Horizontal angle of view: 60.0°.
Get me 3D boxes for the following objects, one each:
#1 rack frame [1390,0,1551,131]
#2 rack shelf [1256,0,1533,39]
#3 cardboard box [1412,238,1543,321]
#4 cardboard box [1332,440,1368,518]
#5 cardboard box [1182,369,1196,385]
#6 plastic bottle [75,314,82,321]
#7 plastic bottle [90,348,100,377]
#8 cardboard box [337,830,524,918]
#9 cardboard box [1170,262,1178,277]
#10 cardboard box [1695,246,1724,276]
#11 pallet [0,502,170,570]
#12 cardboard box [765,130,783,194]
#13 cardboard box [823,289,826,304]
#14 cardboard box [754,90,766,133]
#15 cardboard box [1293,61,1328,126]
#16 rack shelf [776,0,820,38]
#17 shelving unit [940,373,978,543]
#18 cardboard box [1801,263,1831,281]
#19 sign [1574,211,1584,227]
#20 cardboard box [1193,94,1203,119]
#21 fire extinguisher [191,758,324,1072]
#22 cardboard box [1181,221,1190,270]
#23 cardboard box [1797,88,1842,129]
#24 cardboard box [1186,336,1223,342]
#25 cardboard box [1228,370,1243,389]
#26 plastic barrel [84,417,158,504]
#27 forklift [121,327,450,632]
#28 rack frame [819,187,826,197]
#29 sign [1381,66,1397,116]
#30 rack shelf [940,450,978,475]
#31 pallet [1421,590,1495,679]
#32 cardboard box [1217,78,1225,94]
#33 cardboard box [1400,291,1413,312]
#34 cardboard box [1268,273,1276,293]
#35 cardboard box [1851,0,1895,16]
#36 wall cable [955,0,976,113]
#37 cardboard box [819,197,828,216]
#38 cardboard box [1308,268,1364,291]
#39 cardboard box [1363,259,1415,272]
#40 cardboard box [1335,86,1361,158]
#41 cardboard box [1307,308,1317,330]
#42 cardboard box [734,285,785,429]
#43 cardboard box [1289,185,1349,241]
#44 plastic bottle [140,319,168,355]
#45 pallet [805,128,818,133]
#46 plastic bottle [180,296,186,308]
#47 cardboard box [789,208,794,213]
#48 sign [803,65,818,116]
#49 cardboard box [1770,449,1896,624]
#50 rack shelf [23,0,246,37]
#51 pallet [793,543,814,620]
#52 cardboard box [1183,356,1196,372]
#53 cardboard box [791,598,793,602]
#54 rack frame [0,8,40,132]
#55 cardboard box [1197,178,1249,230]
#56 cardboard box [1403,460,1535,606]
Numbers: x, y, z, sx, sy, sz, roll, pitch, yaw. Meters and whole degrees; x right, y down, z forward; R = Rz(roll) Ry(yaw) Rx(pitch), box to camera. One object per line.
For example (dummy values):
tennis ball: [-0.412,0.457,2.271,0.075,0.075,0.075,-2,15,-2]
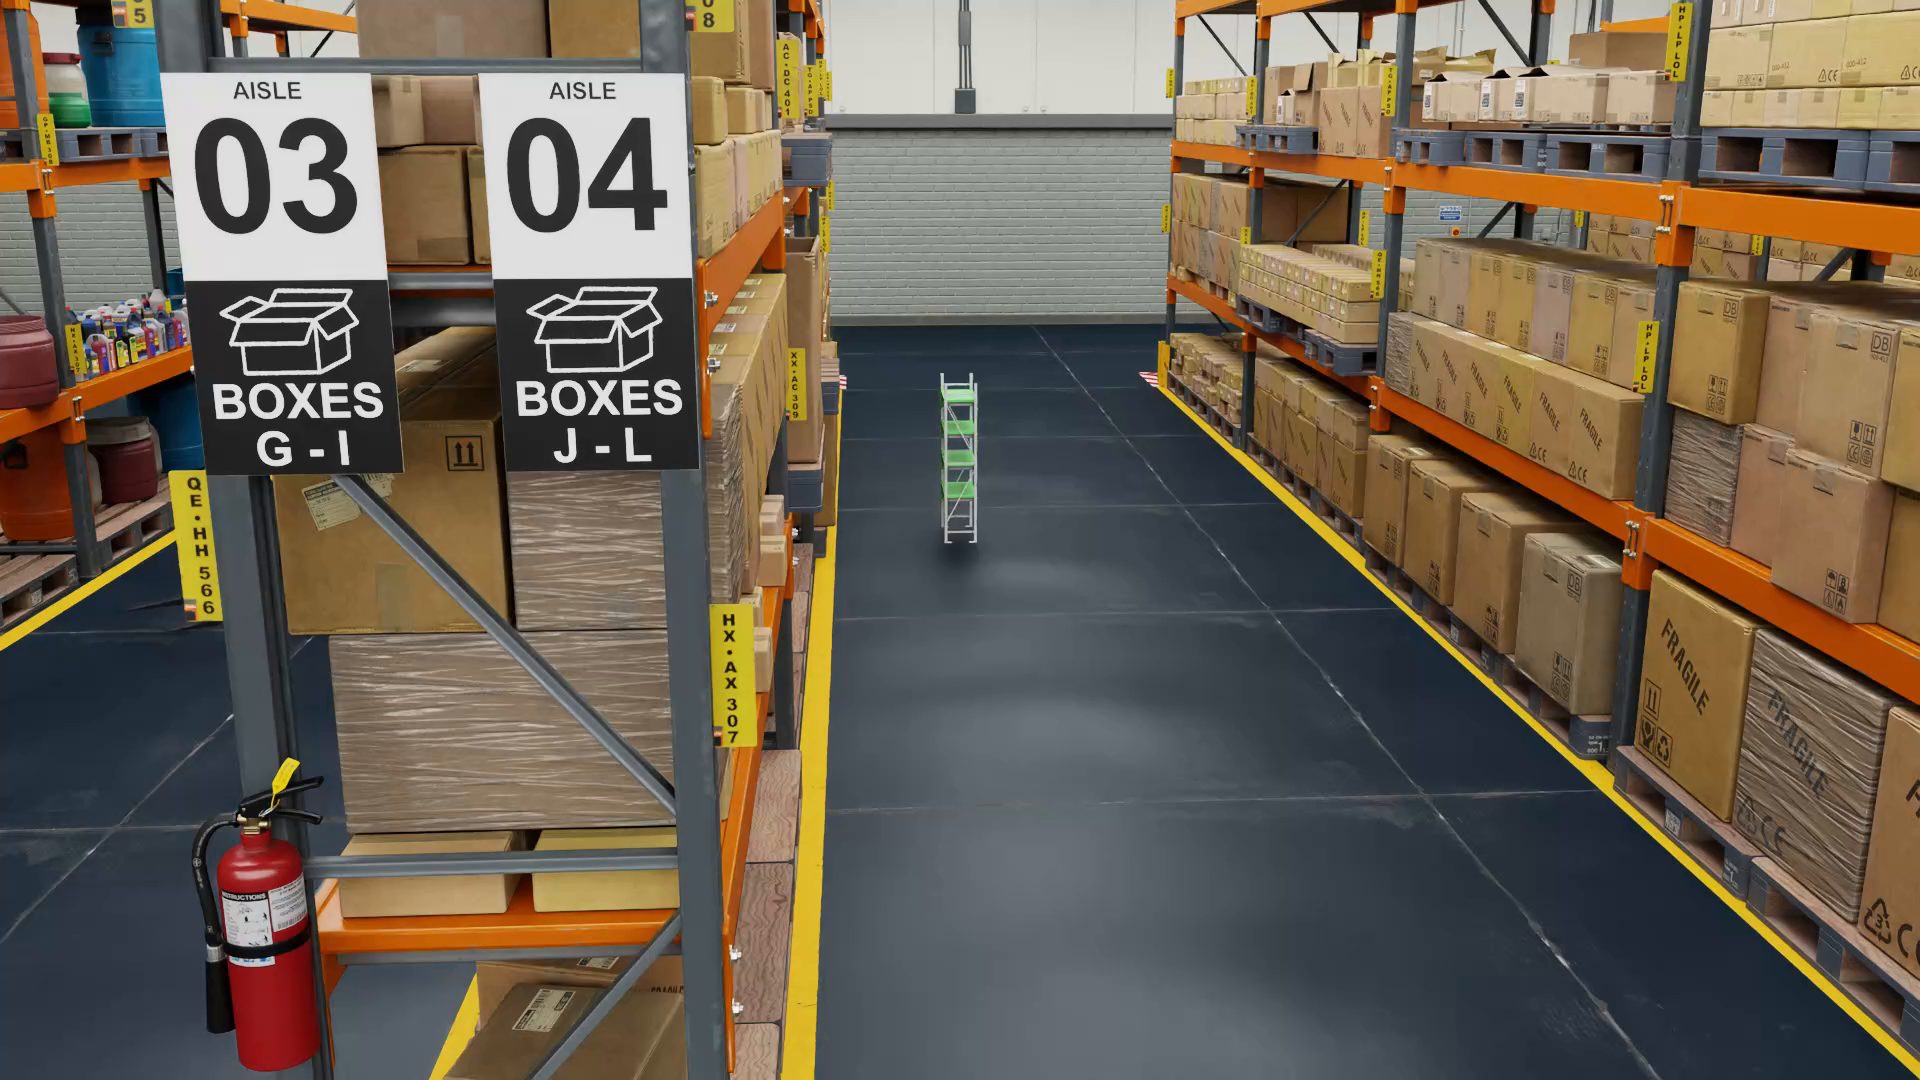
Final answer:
rack frame: [3.424,-4.222,10.877,1.000,3.000,0.127,-1,14,-3]
rack shelf: [3.300,-4.178,12.950,1.077,0.370,4.000,-1,14,-3]
cardboard box: [3.441,-1.738,11.053,0.700,0.500,0.500,-1,14,-4]
cardboard box: [3.122,-0.469,12.504,0.500,0.500,0.500,-1,14,-4]
cardboard box: [2.667,-1.803,18.393,0.380,0.149,0.250,-1,14,-3]
plastic bottle: [-7.018,-1.659,13.213,0.097,0.271,0.097,0,14,0]
plastic bottle: [-6.167,-1.259,11.798,0.097,0.201,0.097,0,14,0]
cardboard box: [-1.261,0.778,3.987,0.380,0.149,0.250,-1,14,-3]
cardboard box: [2.621,-3.099,19.056,0.380,0.149,0.250,-1,14,-4]
cardboard box: [7.789,-2.701,16.803,0.500,0.500,0.500,-1,14,-5]
pallet: [-6.567,-0.034,12.235,1.003,0.211,1.213,-1,14,-3]
cardboard box: [-0.997,-1.541,6.779,0.500,0.250,0.500,0,14,-1]
cardboard box: [-1.501,-2.348,16.137,0.380,0.149,0.250,0,14,-2]
cardboard box: [-0.907,-1.570,6.091,0.380,0.149,0.250,-1,14,-5]
cardboard box: [3.140,-3.632,13.551,0.797,0.503,0.637,-1,14,-4]
rack shelf: [-1.657,-4.126,12.750,1.077,0.370,4.000,-1,14,-3]
shelving unit: [-0.010,-0.622,12.537,0.258,1.200,0.503,-1,14,-3]
cardboard box: [7.916,-2.340,14.898,0.500,0.250,0.500,-1,14,-3]
sign: [7.308,-3.859,19.607,0.100,0.325,0.005,-1,14,-3]
cardboard box: [2.748,-4.560,17.507,0.500,0.250,0.500,-1,14,-3]
fire extinguisher: [-1.490,0.797,3.564,0.296,0.674,0.183,-1,14,-3]
cardboard box: [2.738,-3.250,18.342,0.500,0.500,0.500,-1,14,-3]
cardboard box: [3.402,-1.620,6.245,0.380,0.149,0.250,-1,14,-4]
cardboard box: [2.758,-2.215,18.800,0.380,0.149,0.250,-1,14,-2]
cardboard box: [2.838,-1.570,16.293,0.380,0.149,0.250,-1,14,-3]
plastic barrel: [-6.594,-0.627,12.939,0.600,0.588,0.708,-1,14,-3]
forklift: [-3.803,-1.016,10.593,1.130,2.935,3.031,13,19,40]
rack frame: [-2.029,-3.255,19.158,1.000,3.000,0.127,-1,14,-3]
sign: [2.882,-3.012,11.156,0.100,0.325,0.005,-1,14,-3]
rack shelf: [-0.010,-0.560,12.553,0.258,0.148,0.480,-1,14,-3]
pallet: [3.470,0.533,10.029,1.003,0.211,1.213,-1,14,-3]
cardboard box: [2.778,-4.522,16.559,0.380,0.149,0.250,-1,14,-4]
cardboard box: [3.555,-1.800,12.566,0.380,0.149,0.250,-1,14,-5]
cardboard box: [2.811,-2.172,14.013,0.380,0.149,0.250,0,14,-1]
cardboard box: [3.420,-1.942,5.894,0.380,0.149,0.250,-1,14,-3]
wall cable: [1.061,-9.178,23.682,2.277,5.999,0.120,-1,14,-3]
cardboard box: [-1.736,-3.573,18.591,0.500,0.500,0.500,-1,14,-3]
cardboard box: [2.886,-1.996,12.730,0.380,0.149,0.250,0,14,-2]
cardboard box: [3.494,-2.194,13.500,0.380,0.149,0.250,-1,14,-4]
cardboard box: [3.091,-3.080,12.258,0.500,0.500,0.500,-1,14,-3]
cardboard box: [2.892,-1.702,12.783,0.380,0.149,0.250,-1,14,-4]
cardboard box: [-0.951,-0.715,6.483,0.500,0.500,0.500,-1,14,-3]
cardboard box: [3.391,-3.104,15.768,0.500,0.500,0.500,-1,14,-2]
plastic bottle: [-6.267,-1.586,12.921,0.152,0.276,0.135,-1,14,-3]
pallet: [-1.626,-2.786,11.694,1.213,0.211,1.003,0,14,-1]
plastic bottle: [-6.473,-1.888,13.944,0.144,0.351,0.185,-1,14,-3]
cardboard box: [-1.733,-2.636,14.537,0.797,0.503,0.637,-1,14,-5]
sign: [-0.991,-2.976,11.017,0.100,0.325,0.005,-1,14,-3]
cardboard box: [3.679,-0.031,6.325,0.875,0.550,0.550,-1,14,-3]
rack shelf: [-6.601,-4.050,12.453,1.077,0.370,4.000,-1,14,-3]
pallet: [-1.486,0.279,11.017,1.003,0.211,1.213,-1,14,-3]
cardboard box: [2.676,-1.945,18.348,0.380,0.149,0.250,0,14,-2]
cardboard box: [-1.383,0.177,9.952,0.700,0.500,0.500,0,14,1]
rack frame: [-6.477,-4.094,10.380,1.000,3.000,0.127,-1,14,-3]
cardboard box: [2.773,-3.486,17.250,0.500,0.500,0.500,-1,14,-5]
cardboard box: [3.429,-0.061,10.414,1.050,0.750,0.750,-1,14,-3]
